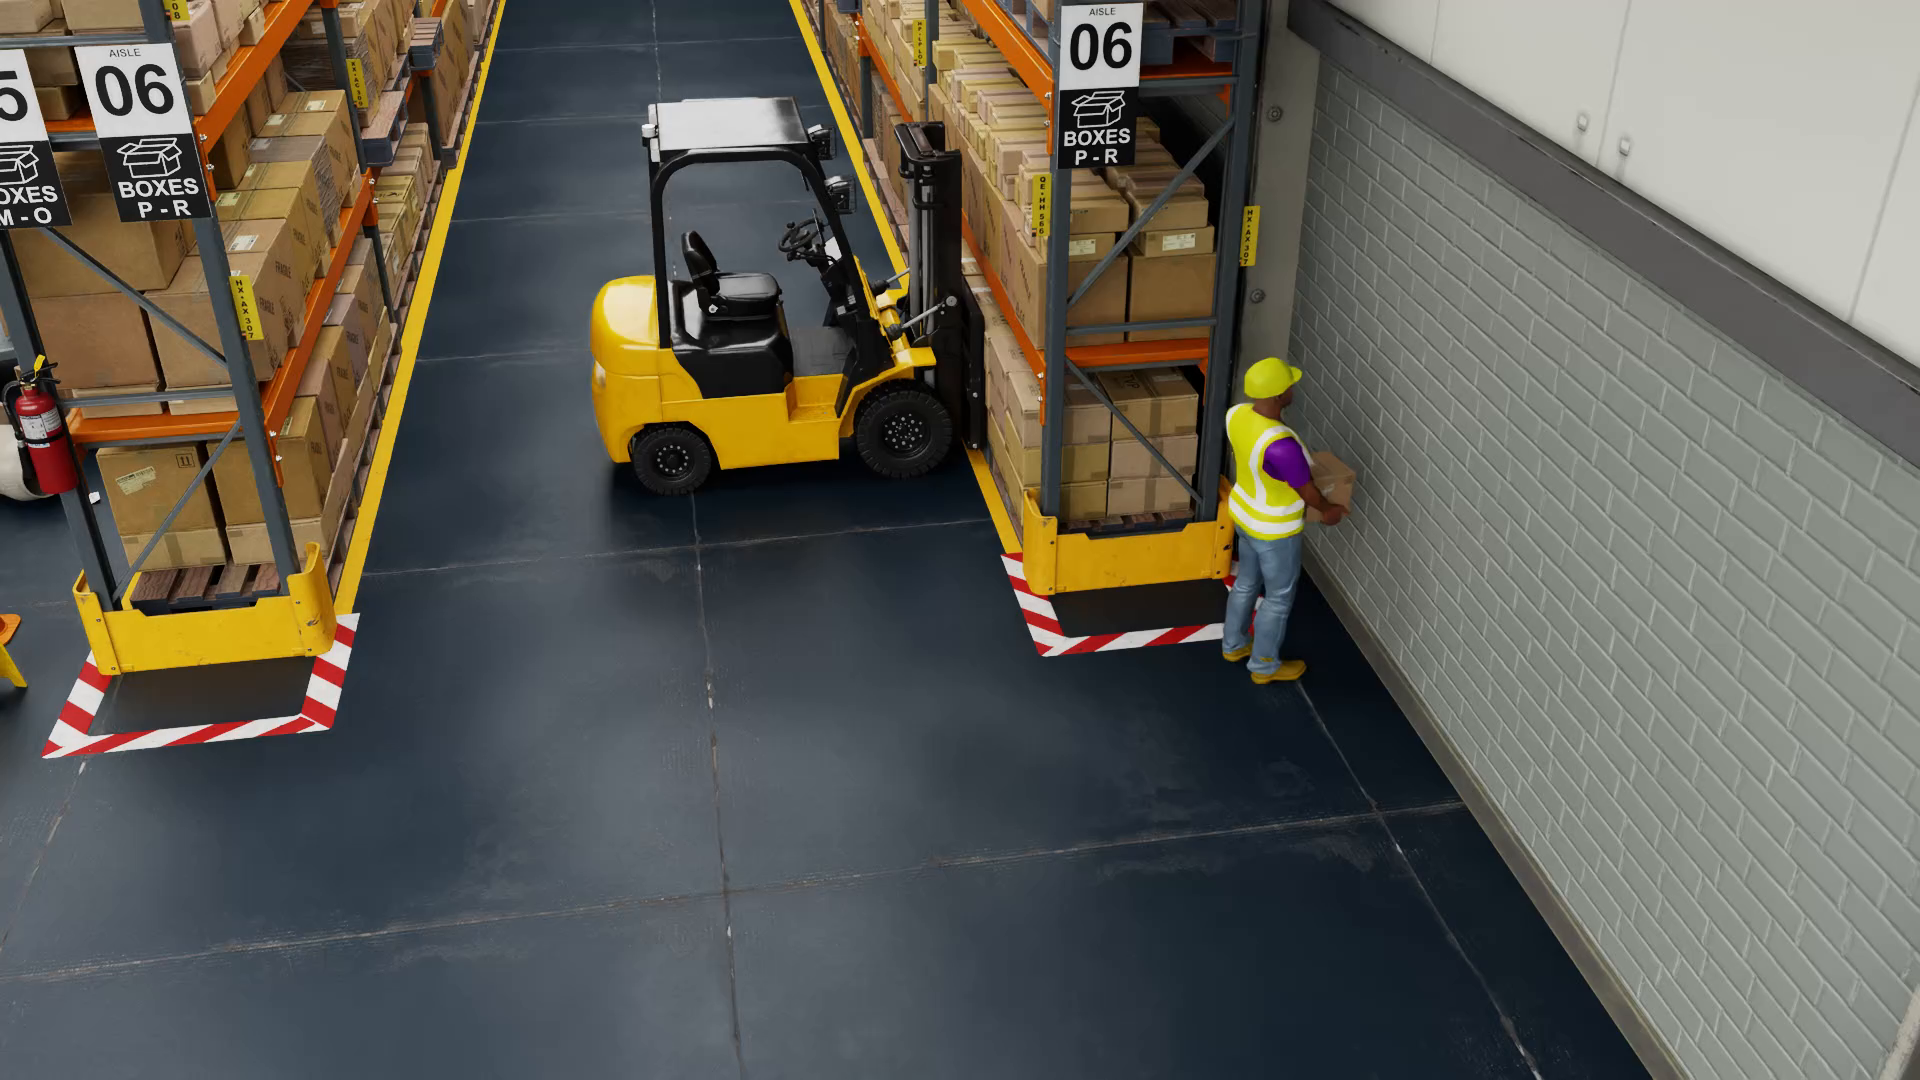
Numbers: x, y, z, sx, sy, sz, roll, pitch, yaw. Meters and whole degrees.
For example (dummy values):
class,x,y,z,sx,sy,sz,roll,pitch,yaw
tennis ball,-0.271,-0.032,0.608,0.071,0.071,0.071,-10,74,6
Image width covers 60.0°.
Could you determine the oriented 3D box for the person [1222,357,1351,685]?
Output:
class,x,y,z,sx,sy,sz,roll,pitch,yaw
person,1.614,-0.112,8.304,0.575,1.767,0.510,-10,32,-17
